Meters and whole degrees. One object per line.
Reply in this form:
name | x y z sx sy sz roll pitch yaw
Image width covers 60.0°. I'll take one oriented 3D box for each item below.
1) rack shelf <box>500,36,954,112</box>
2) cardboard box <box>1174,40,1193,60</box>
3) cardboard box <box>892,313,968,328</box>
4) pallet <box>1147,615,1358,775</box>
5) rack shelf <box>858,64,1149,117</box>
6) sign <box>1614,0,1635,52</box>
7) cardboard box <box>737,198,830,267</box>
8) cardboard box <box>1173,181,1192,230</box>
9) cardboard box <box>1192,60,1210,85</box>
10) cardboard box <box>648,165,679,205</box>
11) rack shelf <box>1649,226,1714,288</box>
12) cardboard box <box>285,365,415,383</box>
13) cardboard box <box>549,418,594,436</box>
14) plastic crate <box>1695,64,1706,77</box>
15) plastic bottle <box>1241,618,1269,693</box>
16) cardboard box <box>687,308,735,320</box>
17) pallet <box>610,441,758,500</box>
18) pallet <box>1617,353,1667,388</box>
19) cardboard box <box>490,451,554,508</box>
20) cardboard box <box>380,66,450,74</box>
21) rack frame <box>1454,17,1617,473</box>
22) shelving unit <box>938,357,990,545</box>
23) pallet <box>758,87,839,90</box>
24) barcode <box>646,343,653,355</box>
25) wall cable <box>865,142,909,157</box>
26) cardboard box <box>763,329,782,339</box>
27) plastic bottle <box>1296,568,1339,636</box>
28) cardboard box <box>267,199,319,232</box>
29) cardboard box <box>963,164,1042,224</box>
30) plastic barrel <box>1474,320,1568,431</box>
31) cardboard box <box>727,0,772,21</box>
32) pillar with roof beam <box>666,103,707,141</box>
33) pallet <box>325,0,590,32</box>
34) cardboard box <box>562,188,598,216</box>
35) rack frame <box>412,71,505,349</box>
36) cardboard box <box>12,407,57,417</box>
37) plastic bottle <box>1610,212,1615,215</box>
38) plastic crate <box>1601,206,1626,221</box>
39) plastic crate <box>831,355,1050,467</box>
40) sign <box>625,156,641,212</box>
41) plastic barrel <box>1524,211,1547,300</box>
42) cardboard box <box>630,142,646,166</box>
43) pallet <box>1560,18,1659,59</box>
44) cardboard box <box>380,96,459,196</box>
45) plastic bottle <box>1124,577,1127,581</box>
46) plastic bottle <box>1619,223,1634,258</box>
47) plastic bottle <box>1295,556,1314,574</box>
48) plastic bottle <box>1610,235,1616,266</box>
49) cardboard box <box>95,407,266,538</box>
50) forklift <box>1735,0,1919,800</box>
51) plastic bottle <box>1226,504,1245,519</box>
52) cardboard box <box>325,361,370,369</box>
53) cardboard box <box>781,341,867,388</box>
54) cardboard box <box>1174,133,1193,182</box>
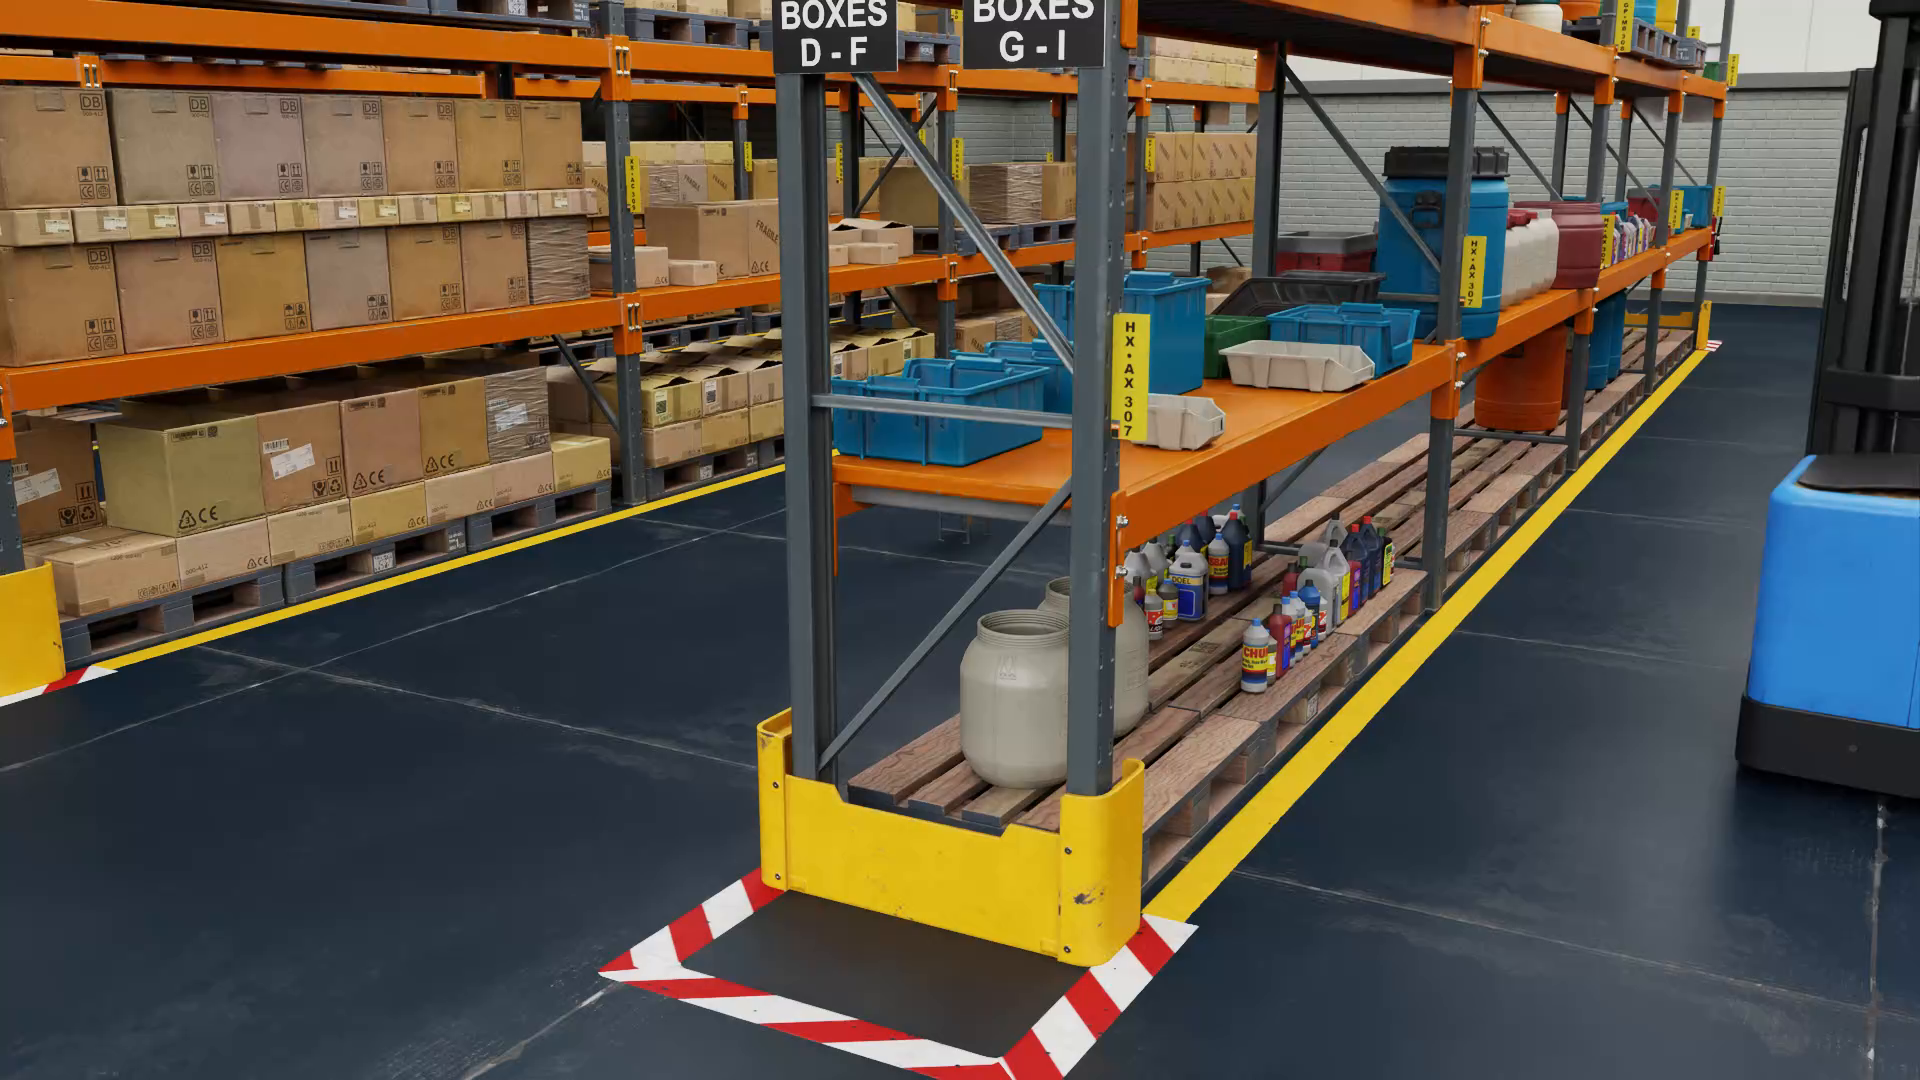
rack shelf | -1.475 -3.249 11.747 1.077 0.370 4.000 7 15 28
cardboard box | 2.118 -5.175 17.451 0.500 0.250 0.500 7 15 28
cardboard box | -0.261 -1.768 14.864 0.500 0.500 0.500 8 16 30
pallet | 0.943 0.571 6.714 1.003 0.211 1.213 7 15 28
rack shelf | 0.459 -4.070 15.151 1.077 0.370 4.000 7 15 28
sign | 4.311 -3.336 10.793 0.100 0.325 0.005 7 15 28
cardboard box | -1.305 -2.254 12.269 0.500 0.500 0.500 6 15 25
cardboard box | 2.155 -3.600 17.851 0.500 0.500 0.500 8 16 29
cardboard box | 2.366 -5.034 17.932 0.500 0.250 0.500 7 15 28
cardboard box | -3.403 -3.804 18.022 0.500 0.500 0.500 7 15 28
rack shelf | 6.727 -2.871 16.575 1.077 0.370 4.000 7 15 28
cardboard box | -3.423 -0.698 9.398 0.500 0.500 0.500 7 15 28
cardboard box | -2.495 -0.716 11.074 0.500 0.250 0.500 7 15 27
plastic crate | 6.912 -4.509 15.997 0.437 0.136 0.530 7 15 28
plastic bottle | 1.108 0.428 6.242 0.097 0.271 0.097 0 14 0
cardboard box | -3.113 -2.943 19.033 0.750 0.750 0.750 8 15 29
pallet | -2.120 -0.531 11.284 1.003 0.211 1.213 7 15 28
pallet | 6.082 -1.610 15.760 1.003 0.211 1.213 7 15 28
cardboard box | -2.725 -0.377 9.667 0.500 0.250 0.500 7 15 28
cardboard box | -4.958 -4.358 14.958 0.500 0.311 0.500 7 15 28
rack frame | 3.826 -1.989 11.385 1.000 3.000 0.127 7 15 28
shelving unit | 0.026 -0.521 9.456 0.215 1.050 0.252 7 15 28
pallet | -1.917 -5.764 20.829 1.003 0.211 1.213 7 15 28
barcode | -1.954 -1.201 10.462 0.001 0.075 0.075 7 15 28
wall cable | -1.188 -5.617 24.264 0.084 1.984 1.851 7 15 28
cardboard box | -1.265 -1.508 13.165 0.500 0.311 0.500 7 15 27
plastic bottle | 1.503 0.245 6.990 0.152 0.276 0.135 8 16 29
cardboard box | -3.376 -1.594 8.150 0.380 0.149 0.250 7 15 27
cardboard box | 0.307 -3.112 14.932 0.700 0.500 0.500 11 17 38
plastic barrel | 4.048 -1.241 12.014 0.600 0.830 0.708 7 15 28
cardboard box | -1.464 -3.705 11.527 0.500 0.250 0.500 6 15 23
pillar with roof beam | 0.437 -6.603 17.721 9.100 9.000 0.400 7 15 28
pallet | -2.831 -2.968 9.233 1.003 0.211 1.213 7 15 28
cardboard box | -2.386 -2.015 9.892 0.380 0.149 0.250 7 15 28
rack frame | -4.846 -3.112 16.041 1.000 3.000 0.127 7 15 28
cardboard box | -7.012 -1.014 12.448 0.380 0.166 0.250 5 15 21
plastic bottle | 5.387 -2.539 13.769 0.144 0.351 0.185 7 15 28
plastic crate | 6.650 -3.295 17.030 0.416 0.233 0.300 7 15 28
plastic crate | -0.061 -0.412 5.161 0.499 0.251 0.616 7 15 28
sign | -1.955 -2.127 9.942 0.100 0.325 0.005 7 15 28
plastic barrel | 3.312 -1.722 10.037 0.421 0.512 0.421 0 14 0
cardboard box | -3.662 -4.062 17.492 0.500 0.250 0.500 7 15 27
pallet | 4.282 -3.502 11.660 1.003 0.211 1.213 7 15 28
cardboard box | -3.136 -2.112 8.911 0.700 0.500 0.500 7 15 28
plastic bottle | 0.609 0.287 6.815 0.152 0.276 0.135 8 15 28
plastic bottle | 5.367 -2.426 13.462 0.152 0.276 0.135 7 15 28
plastic bottle | 1.483 0.202 7.152 0.061 0.283 0.133 7 15 28
plastic bottle | 4.917 -2.217 12.577 0.061 0.283 0.133 7 15 28
cardboard box | -3.681 -0.330 7.871 0.500 0.500 0.500 7 15 28
forklift | 4.015 -0.784 6.531 1.130 2.935 3.031 9 16 33
plastic bottle | 1.355 -0.040 8.184 0.097 0.271 0.097 0 14 0
cardboard box | -5.715 -1.759 14.825 0.700 0.500 0.500 7 15 28
cardboard box | -1.038 -1.345 12.488 0.500 0.311 0.500 7 15 28
cardboard box | 2.149 -4.077 17.699 0.500 0.500 0.500 7 15 26
